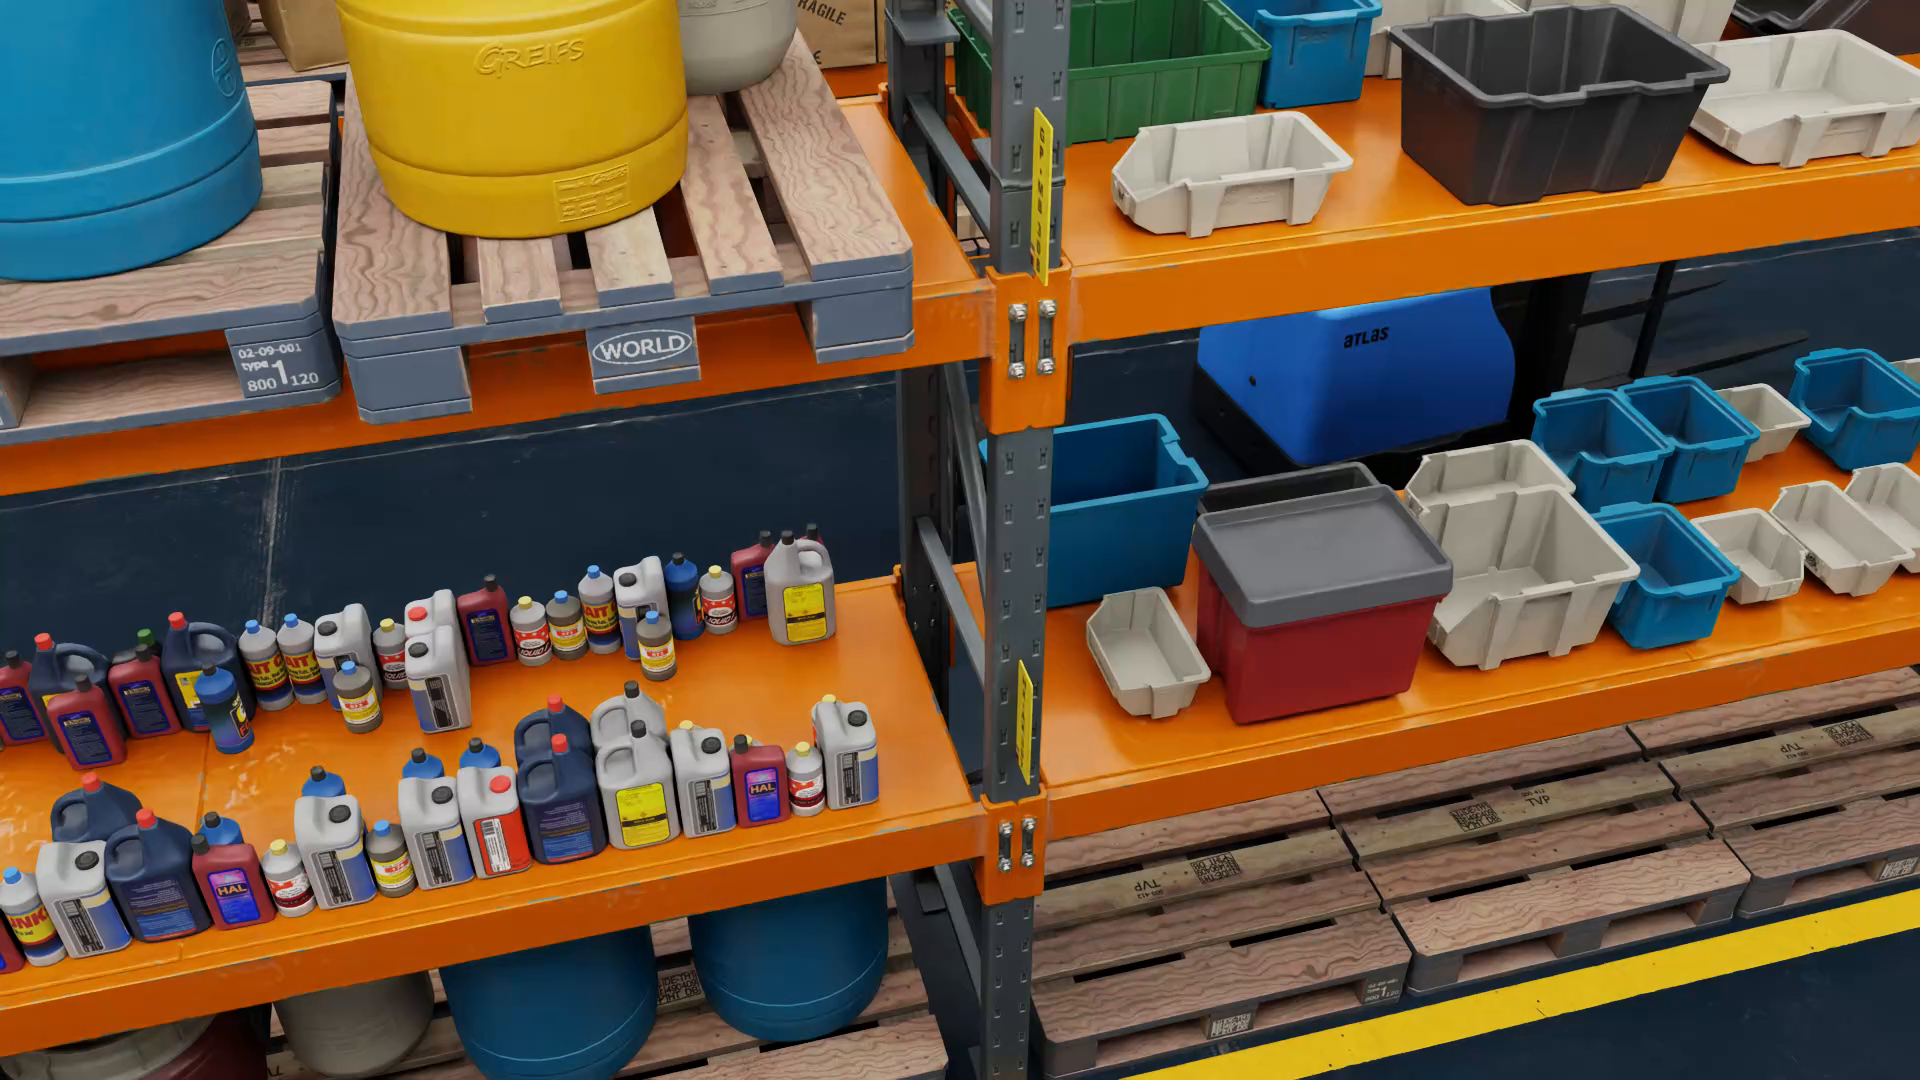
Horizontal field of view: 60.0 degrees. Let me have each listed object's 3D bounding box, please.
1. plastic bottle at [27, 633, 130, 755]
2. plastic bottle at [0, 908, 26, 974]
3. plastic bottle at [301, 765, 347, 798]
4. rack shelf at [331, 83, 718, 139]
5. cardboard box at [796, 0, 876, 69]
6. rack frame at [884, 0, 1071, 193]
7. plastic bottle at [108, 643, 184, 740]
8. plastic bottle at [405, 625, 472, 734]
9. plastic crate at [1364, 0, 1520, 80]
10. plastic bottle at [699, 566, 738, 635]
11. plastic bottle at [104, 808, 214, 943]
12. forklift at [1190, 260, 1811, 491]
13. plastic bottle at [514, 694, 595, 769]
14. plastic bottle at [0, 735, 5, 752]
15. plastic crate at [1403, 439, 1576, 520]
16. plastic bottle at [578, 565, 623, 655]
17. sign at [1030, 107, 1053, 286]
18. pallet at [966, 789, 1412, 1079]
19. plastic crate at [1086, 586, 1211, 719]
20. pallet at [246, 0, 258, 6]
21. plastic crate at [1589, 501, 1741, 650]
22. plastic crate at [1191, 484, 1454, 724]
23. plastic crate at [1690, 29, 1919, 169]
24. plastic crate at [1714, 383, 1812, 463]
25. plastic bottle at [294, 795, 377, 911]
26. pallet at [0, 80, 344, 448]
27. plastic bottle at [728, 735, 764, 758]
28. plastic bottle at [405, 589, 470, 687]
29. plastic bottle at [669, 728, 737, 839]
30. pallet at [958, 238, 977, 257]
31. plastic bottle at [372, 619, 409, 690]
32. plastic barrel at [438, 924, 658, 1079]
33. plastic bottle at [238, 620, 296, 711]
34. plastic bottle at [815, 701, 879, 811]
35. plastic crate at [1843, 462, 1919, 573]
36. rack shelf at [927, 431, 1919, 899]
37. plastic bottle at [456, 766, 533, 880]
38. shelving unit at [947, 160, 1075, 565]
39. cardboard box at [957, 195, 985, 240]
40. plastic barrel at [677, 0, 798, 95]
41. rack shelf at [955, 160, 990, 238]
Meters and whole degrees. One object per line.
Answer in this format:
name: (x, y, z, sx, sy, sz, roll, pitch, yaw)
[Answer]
plastic bottle: (-2.302, 0.382, 4.322, 0.185, 0.351, 0.144, -9, 38, -12)
plastic bottle: (-2.220, 0.870, 3.740, 0.133, 0.283, 0.061, -9, 38, -12)
plastic bottle: (-1.528, 0.654, 4.032, 0.097, 0.271, 0.097, 0, 37, 0)
rack shelf: (-3.206, -2.078, 8.090, 4.000, 0.370, 1.077, -9, 38, -12)
cardboard box: (-0.712, -2.641, 8.152, 0.500, 0.500, 0.500, -8, 38, -11)
rack frame: (0.012, -2.157, 2.664, 0.127, 3.000, 1.000, -9, 38, -12)
plastic bottle: (-2.144, 0.395, 4.361, 0.133, 0.283, 0.061, -9, 38, -12)
plastic bottle: (-1.388, 0.360, 4.412, 0.135, 0.276, 0.152, -9, 38, -12)
plastic crate: (1.141, -1.286, 4.211, 0.466, 0.136, 0.293, -9, 38, -12)
plastic bottle: (-0.688, 0.162, 4.733, 0.097, 0.201, 0.097, 0, 37, 0)
plastic bottle: (-1.853, 0.757, 3.832, 0.185, 0.351, 0.144, -9, 38, -12)
forklift: (2.673, -1.844, 7.248, 3.031, 2.935, 1.130, -14, 39, -17)
plastic bottle: (-1.006, 0.527, 4.133, 0.185, 0.351, 0.144, -9, 38, -12)
plastic bottle: (-2.573, 0.471, 4.328, 0.097, 0.201, 0.097, 0, 37, 0)
plastic crate: (1.615, -0.146, 5.140, 0.466, 0.136, 0.293, -9, 38, -12)
plastic bottle: (-1.006, 0.187, 4.643, 0.097, 0.271, 0.097, 0, 37, 0)
sign: (0.154, -0.647, 3.150, 0.005, 0.325, 0.100, -9, 38, -12)
pallet: (0.712, 1.194, 5.516, 1.213, 0.211, 1.003, -9, 38, -12)
plastic crate: (0.499, 0.316, 4.535, 0.243, 0.136, 0.396, -9, 38, -12)
pallet: (-5.652, -3.925, 12.208, 1.213, 0.211, 1.003, -9, 38, -12)
plastic crate: (1.958, 0.110, 4.726, 0.300, 0.233, 0.416, -9, 38, -12)
plastic crate: (0.940, 0.182, 4.442, 0.583, 0.464, 0.402, -9, 38, -12)
plastic crate: (1.944, -1.022, 3.866, 0.530, 0.136, 0.437, -9, 38, -12)
plastic crate: (2.564, -0.372, 5.435, 0.298, 0.136, 0.250, -9, 38, -12)
plastic bottle: (-1.477, 0.722, 3.939, 0.135, 0.276, 0.152, -9, 38, -12)
pallet: (-1.813, -0.528, 3.158, 1.213, 0.211, 1.003, -9, 38, -12)
plastic bottle: (-0.533, 0.576, 4.192, 0.097, 0.201, 0.097, 0, 37, 0)
plastic bottle: (-1.428, 0.271, 4.529, 0.135, 0.276, 0.152, -9, 38, -12)
plastic bottle: (-0.637, 0.584, 4.119, 0.135, 0.276, 0.152, -9, 38, -12)
pallet: (-0.612, -1.681, 9.274, 1.213, 0.211, 1.003, -9, 38, -12)
plastic bottle: (-1.547, 0.303, 4.549, 0.097, 0.201, 0.097, 0, 37, 0)
plastic barrel: (-1.201, 1.080, 4.750, 0.708, 0.901, 0.600, -9, 38, -12)
plastic bottle: (-1.865, 0.327, 4.459, 0.097, 0.271, 0.097, 0, 37, 0)
plastic bottle: (-0.284, 0.527, 4.195, 0.135, 0.276, 0.152, -9, 38, -12)
plastic crate: (2.850, -0.055, 5.020, 0.243, 0.136, 0.396, -9, 38, -12)
rack shelf: (1.943, 0.194, 5.119, 4.000, 0.370, 1.077, -9, 38, -12)
plastic bottle: (-1.124, 0.664, 4.015, 0.135, 0.276, 0.152, -9, 38, -12)
shelving unit: (0.160, -0.860, 6.646, 0.503, 2.100, 0.431, -9, 38, -12)
cardboard box: (0.019, -1.813, 9.121, 0.250, 0.166, 0.380, -9, 38, -12)
plastic barrel: (-0.561, -1.251, 3.490, 0.433, 0.535, 0.433, 0, 37, 0)
rack shelf: (0.160, -1.405, 6.229, 0.480, 0.518, 0.431, -9, 38, -12)
